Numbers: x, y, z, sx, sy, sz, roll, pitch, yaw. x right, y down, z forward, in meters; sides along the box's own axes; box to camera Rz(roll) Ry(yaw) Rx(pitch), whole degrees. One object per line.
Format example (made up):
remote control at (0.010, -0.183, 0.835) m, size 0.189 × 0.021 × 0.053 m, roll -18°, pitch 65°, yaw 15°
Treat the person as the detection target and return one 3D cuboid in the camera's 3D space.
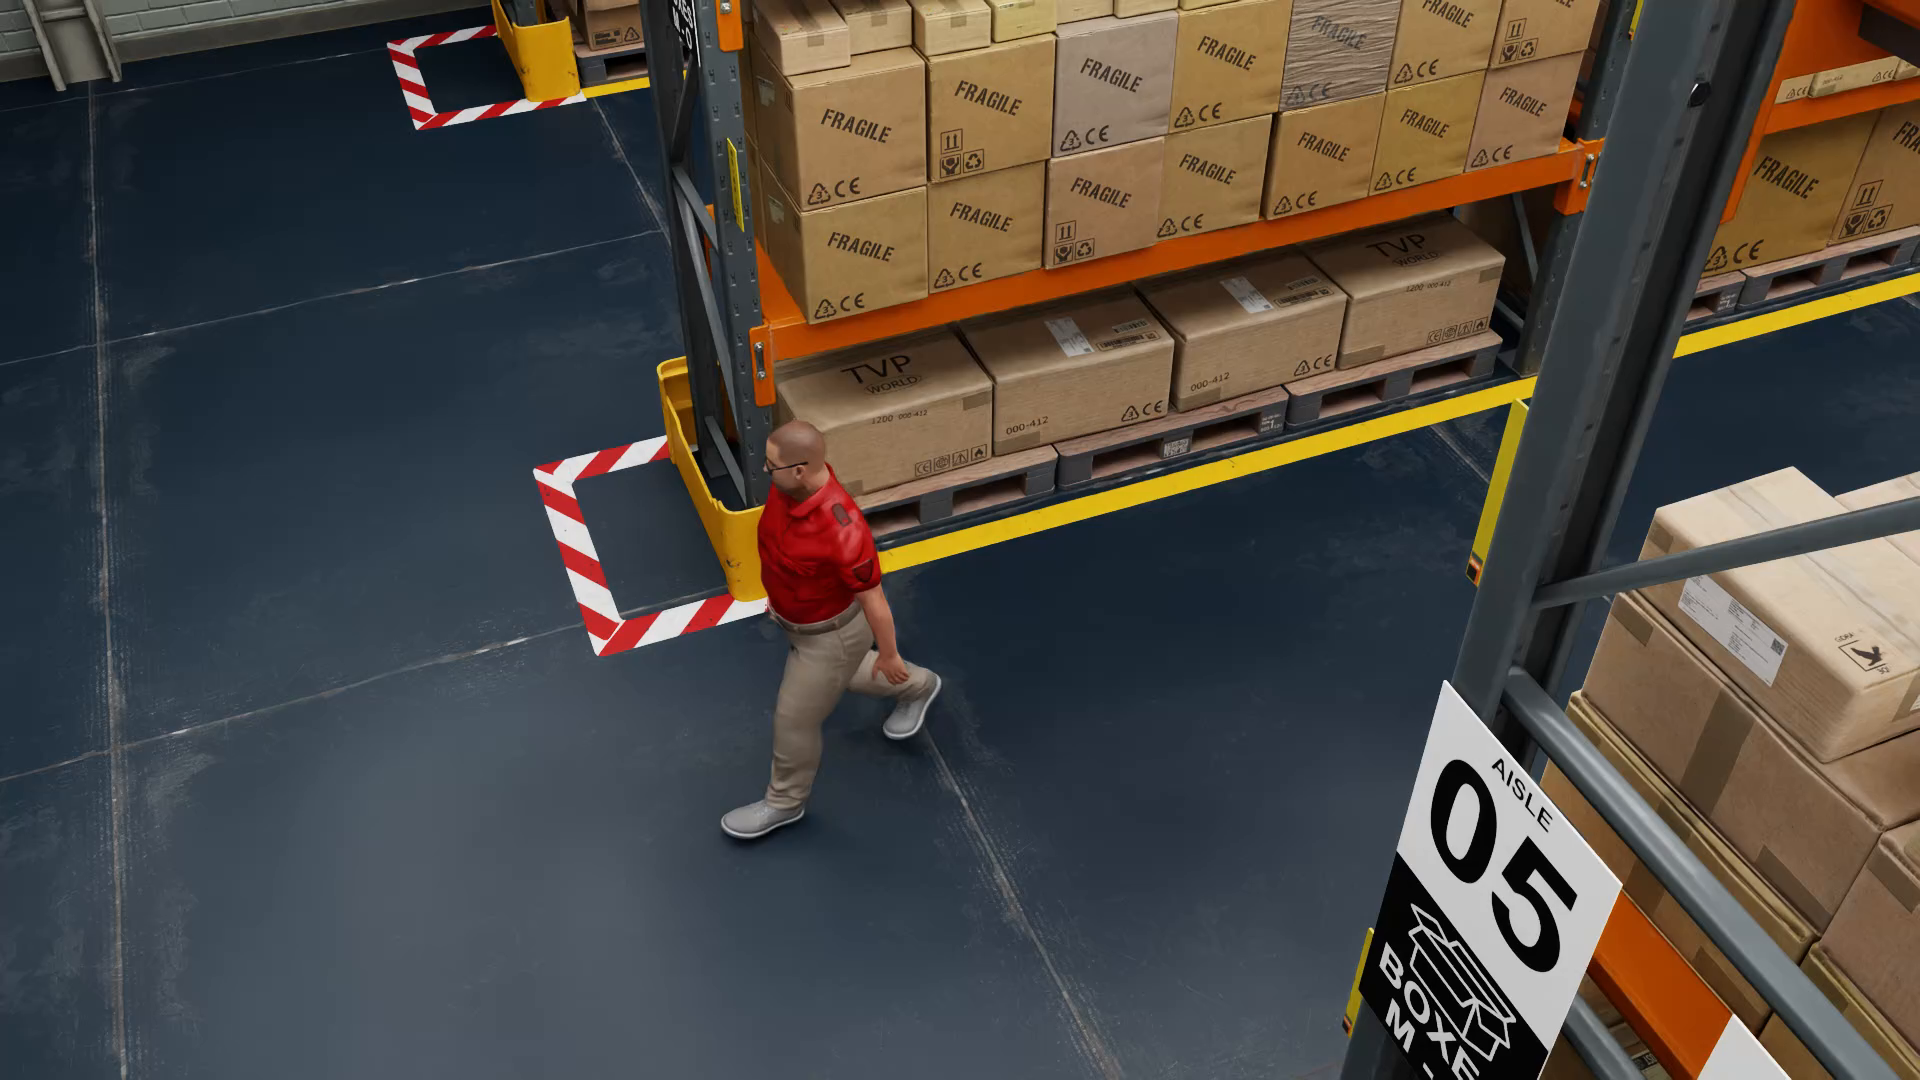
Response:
person at (-0.475, 0.275, 5.874) m, size 1.012 × 1.683 × 0.599 m, roll -18°, pitch 45°, yaw -20°
